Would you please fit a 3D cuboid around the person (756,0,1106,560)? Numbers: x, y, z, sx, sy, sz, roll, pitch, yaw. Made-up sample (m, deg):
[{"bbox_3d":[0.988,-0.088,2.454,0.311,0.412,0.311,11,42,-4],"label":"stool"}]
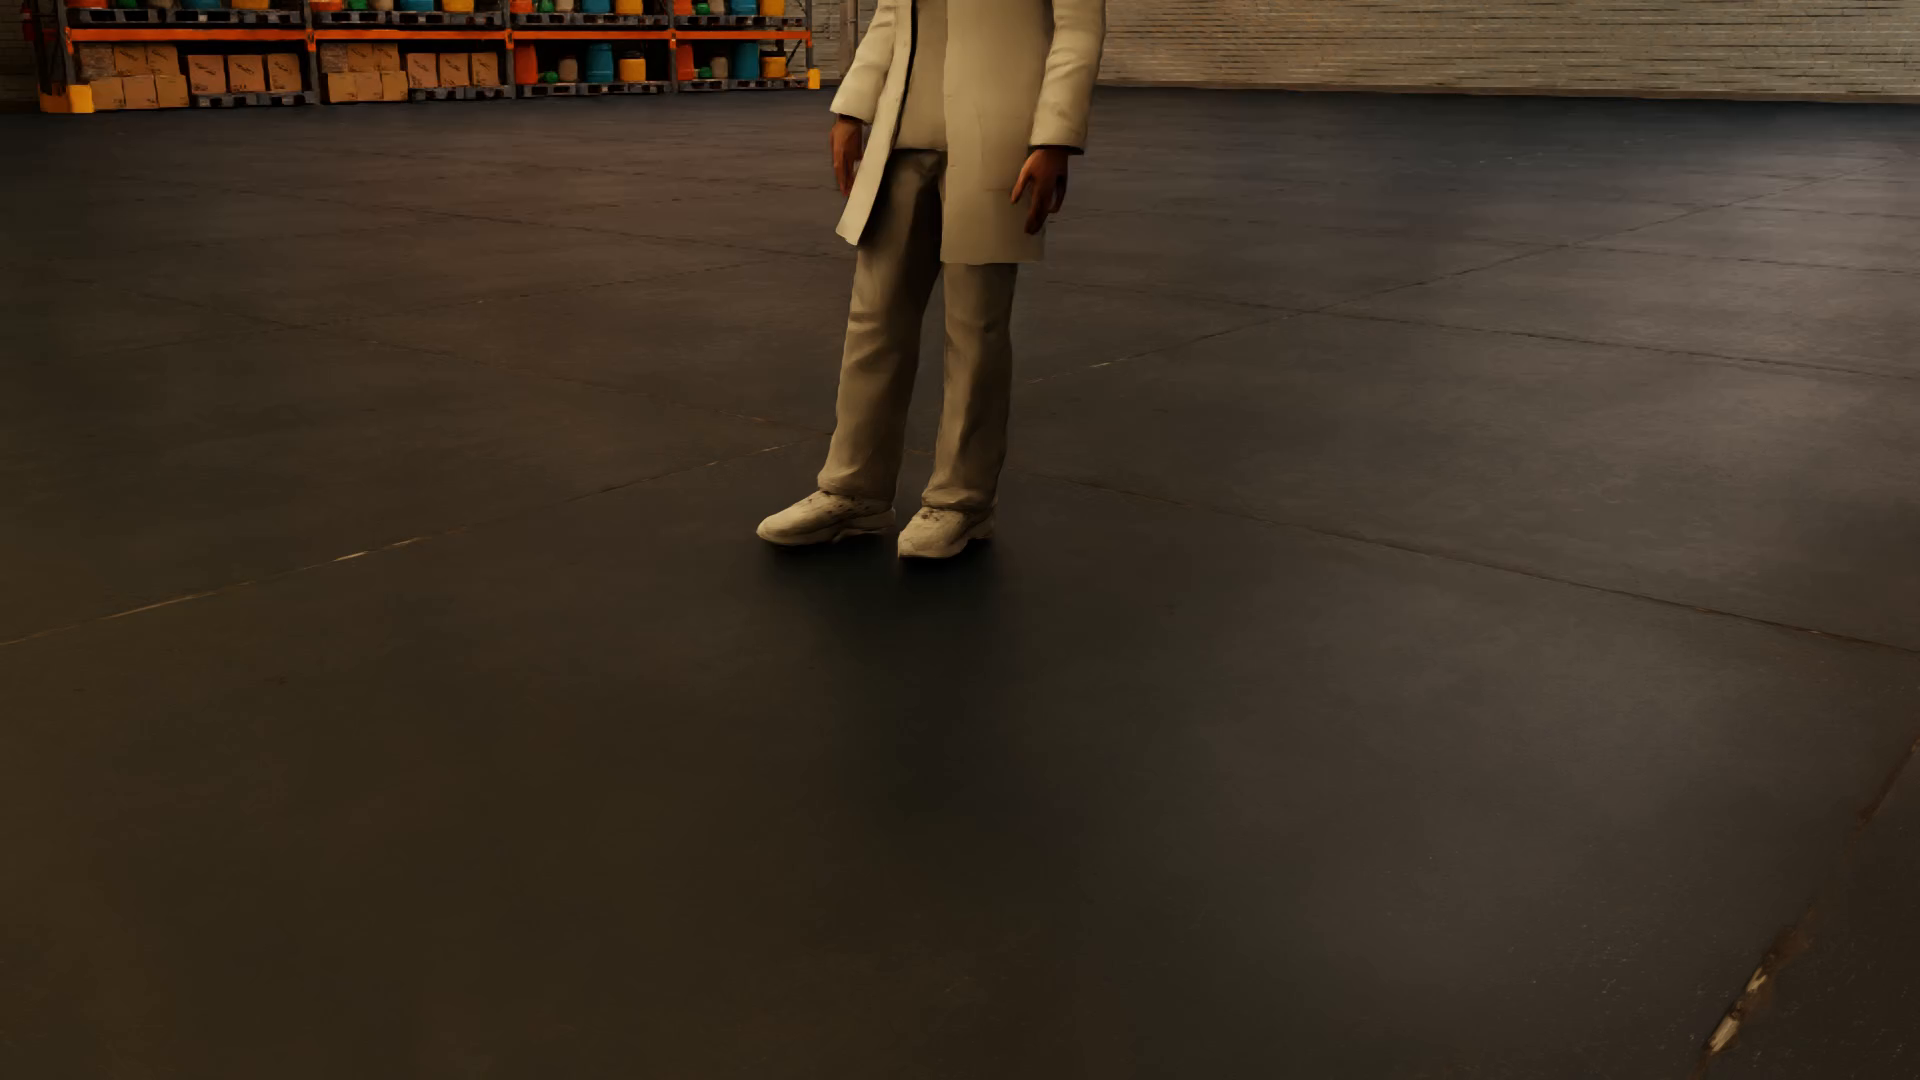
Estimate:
[{"bbox_3d":[-0.061,-0.838,3.616,0.698,1.778,0.578,13,21,37],"label":"person"}]
